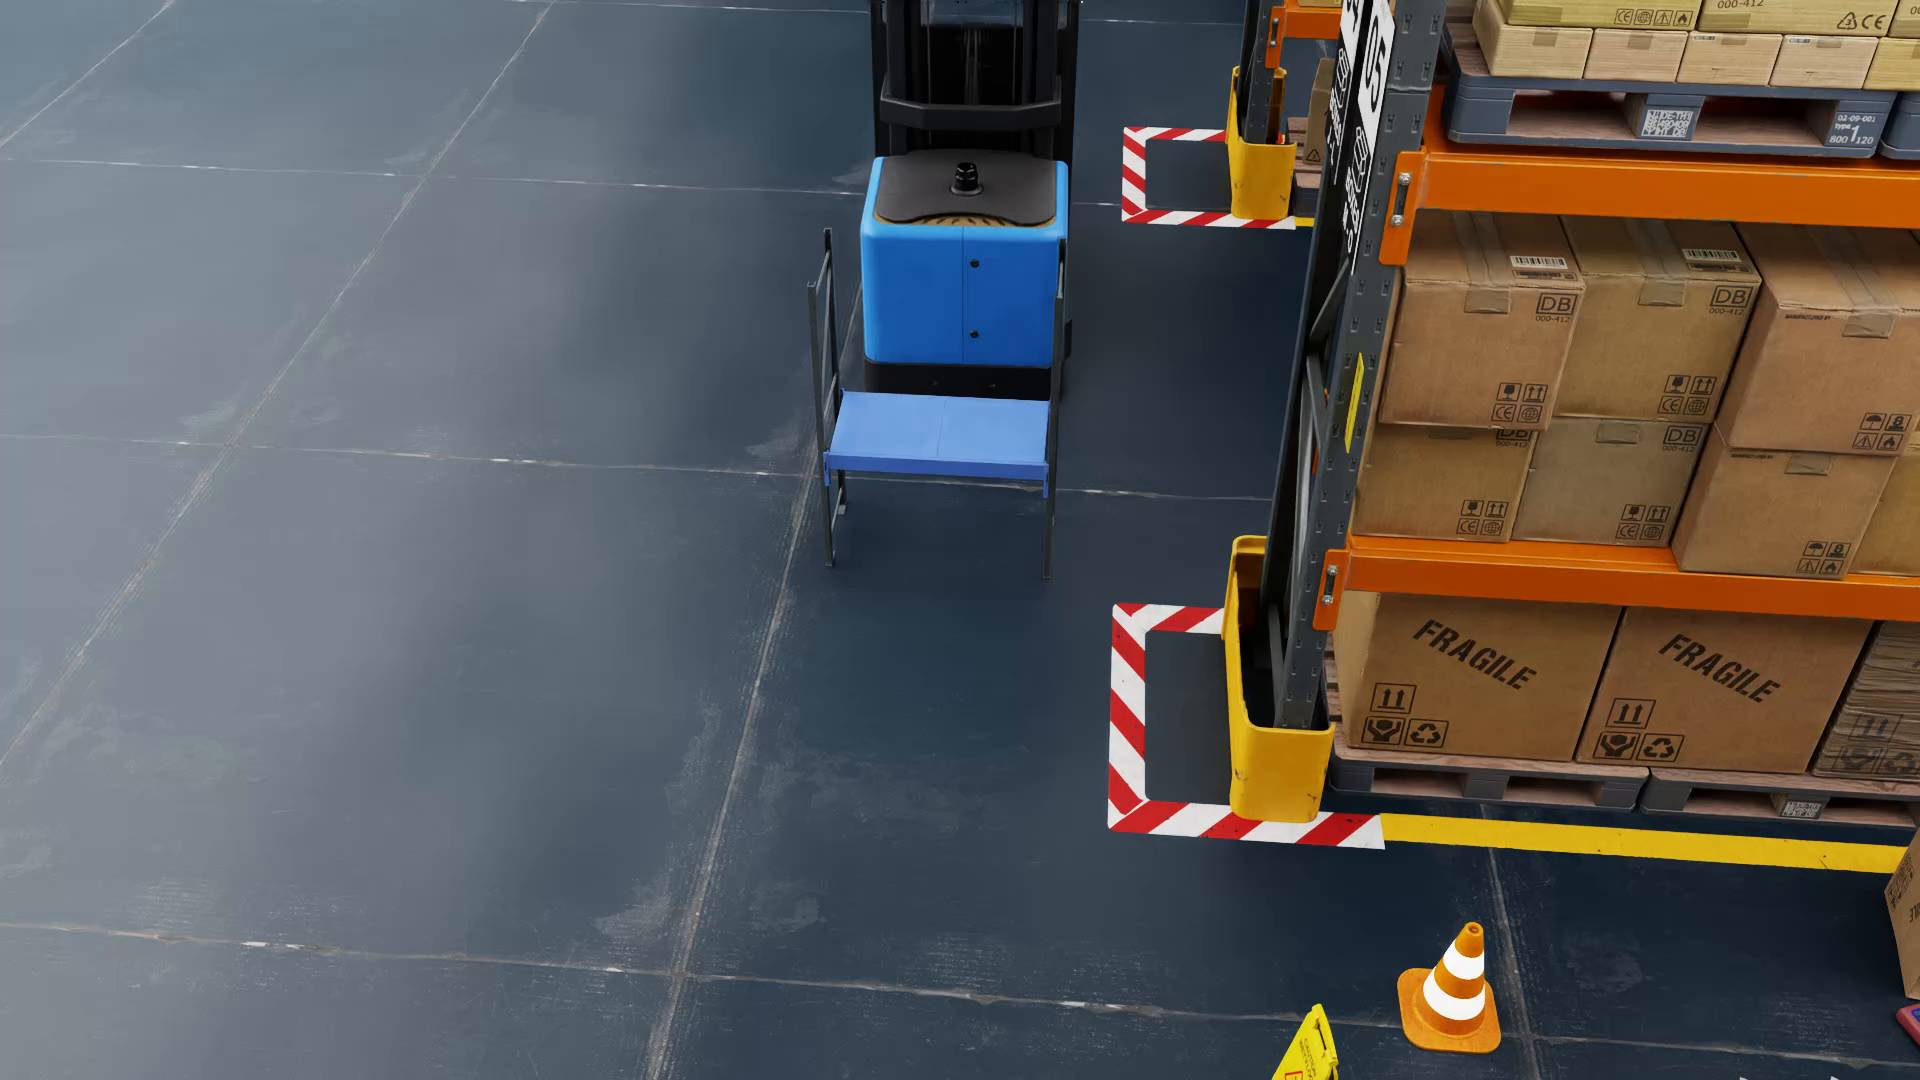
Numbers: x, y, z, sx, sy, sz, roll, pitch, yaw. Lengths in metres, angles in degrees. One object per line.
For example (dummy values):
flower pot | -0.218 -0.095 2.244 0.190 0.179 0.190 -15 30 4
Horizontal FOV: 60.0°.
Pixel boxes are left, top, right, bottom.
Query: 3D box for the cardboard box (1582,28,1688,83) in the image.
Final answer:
cardboard box | 1.885 -1.454 4.741 0.250 0.149 0.380 3 39 4

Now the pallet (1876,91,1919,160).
pallet | 3.276 -1.450 5.020 1.213 0.211 1.003 3 39 4

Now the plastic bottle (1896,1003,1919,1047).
plastic bottle | 3.386 1.735 5.741 0.133 0.061 0.283 -10 40 -12

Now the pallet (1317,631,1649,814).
pallet | 2.121 0.656 6.947 1.213 0.211 1.003 3 39 4

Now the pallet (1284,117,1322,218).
pallet | 2.728 -2.382 10.679 1.213 0.211 1.003 3 39 4

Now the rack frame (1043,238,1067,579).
rack frame | 0.421 -0.559 7.419 0.032 1.500 0.500 3 39 4

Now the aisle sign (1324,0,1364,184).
aisle sign | 1.273 -1.621 5.476 0.004 0.787 0.394 3 39 4

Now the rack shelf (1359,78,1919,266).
rack shelf | 3.310 -1.195 5.207 4.000 0.370 1.077 3 39 4

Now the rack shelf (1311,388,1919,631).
rack shelf | 3.310 -0.032 6.153 4.000 0.370 1.077 3 39 4

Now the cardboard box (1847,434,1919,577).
cardboard box | 3.319 -0.358 5.865 0.500 0.550 0.875 3 39 4

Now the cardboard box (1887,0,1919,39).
cardboard box | 2.785 -1.600 4.606 0.500 0.250 0.500 3 39 3

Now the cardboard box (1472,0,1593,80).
cardboard box | 1.631 -1.467 4.758 0.250 0.149 0.380 3 39 4

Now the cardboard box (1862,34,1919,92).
cardboard box | 2.637 -1.412 4.690 0.250 0.149 0.380 3 39 4

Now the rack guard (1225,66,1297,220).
rack guard | 1.922 -2.560 10.670 0.348 0.500 1.175 3 39 4

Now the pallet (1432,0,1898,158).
pallet | 2.057 -1.515 5.100 1.213 0.211 1.003 3 39 4

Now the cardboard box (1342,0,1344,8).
cardboard box | 2.357 -3.245 9.730 0.250 0.149 0.380 3 39 4

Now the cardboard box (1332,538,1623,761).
cardboard box | 1.999 0.237 6.604 0.875 0.875 0.875 3 39 4

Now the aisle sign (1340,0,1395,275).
aisle sign | 1.221 -1.243 5.012 0.004 0.787 0.394 3 39 4

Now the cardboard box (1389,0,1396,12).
cardboard box | 2.605 -3.222 9.702 0.250 0.149 0.380 3 39 4

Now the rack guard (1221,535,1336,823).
rack guard | 1.293 0.548 6.851 0.348 0.500 1.175 3 39 4

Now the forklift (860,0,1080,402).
forklift | 0.089 -2.743 8.969 1.130 2.935 3.031 2 39 2

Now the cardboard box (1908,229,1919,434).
cardboard box | 3.325 -0.817 5.574 0.500 0.550 0.875 3 39 4

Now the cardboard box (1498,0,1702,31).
cardboard box | 1.776 -1.654 4.672 0.500 0.250 0.500 3 39 4

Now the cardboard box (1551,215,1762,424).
cardboard box | 2.240 -0.880 5.652 0.550 0.550 0.875 3 39 4

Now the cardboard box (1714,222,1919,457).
cardboard box | 2.786 -0.764 5.509 0.550 0.550 0.875 3 39 4

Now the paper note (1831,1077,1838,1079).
paper note | 3.012 1.859 5.629 0.123 0.001 0.032 24 45 26

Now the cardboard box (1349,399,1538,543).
cardboard box | 1.691 -0.486 6.023 0.550 0.550 0.875 3 39 4

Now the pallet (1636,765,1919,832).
pallet | 3.333 0.724 6.864 1.213 0.211 1.003 3 39 4

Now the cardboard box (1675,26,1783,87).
cardboard box | 2.135 -1.440 4.724 0.250 0.149 0.380 3 39 4

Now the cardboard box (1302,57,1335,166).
cardboard box | 2.467 -2.683 10.488 0.500 0.500 0.500 10 40 12

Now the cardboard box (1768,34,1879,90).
cardboard box | 2.387 -1.426 4.708 0.250 0.149 0.380 3 39 4

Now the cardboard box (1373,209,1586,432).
cardboard box | 1.684 -0.852 5.617 0.550 0.550 0.875 3 39 4

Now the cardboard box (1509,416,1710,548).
cardboard box | 2.241 -0.470 6.003 0.550 0.550 0.875 3 39 4

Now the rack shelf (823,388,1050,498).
rack shelf | -0.085 -0.447 7.566 1.000 0.185 0.538 3 39 4

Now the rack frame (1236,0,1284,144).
rack frame | 1.846 -3.534 9.886 0.127 3.000 1.000 3 39 4

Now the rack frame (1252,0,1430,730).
rack frame | 1.317 -0.420 6.060 0.127 3.000 1.000 3 39 4

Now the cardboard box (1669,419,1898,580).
cardboard box | 2.788 -0.361 5.869 0.550 0.550 0.875 3 39 4

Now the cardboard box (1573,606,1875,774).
cardboard box | 2.875 0.283 6.547 0.875 0.875 0.875 3 39 3

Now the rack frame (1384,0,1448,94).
rack frame | 1.317 -2.747 4.166 0.127 3.000 1.000 3 39 4

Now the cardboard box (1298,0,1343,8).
cardboard box | 2.109 -3.271 9.762 0.250 0.149 0.380 3 39 4

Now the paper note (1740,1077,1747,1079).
paper note | 2.692 1.883 5.584 0.142 0.017 0.144 16 42 19

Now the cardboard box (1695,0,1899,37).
cardboard box | 2.282 -1.627 4.639 0.500 0.250 0.500 3 39 3

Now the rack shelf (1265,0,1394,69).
rack shelf | 3.839 -3.146 9.979 4.000 0.370 1.077 3 39 4

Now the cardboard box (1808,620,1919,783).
cardboard box | 3.784 0.334 6.484 0.875 0.875 0.875 3 39 4

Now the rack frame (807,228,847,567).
rack frame | -0.591 -0.614 7.487 0.032 1.500 0.500 3 39 4

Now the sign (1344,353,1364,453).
sign | 1.264 -0.438 5.333 0.005 0.325 0.100 3 39 4

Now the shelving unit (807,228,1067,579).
shelving unit | -0.085 -0.586 7.453 1.048 1.500 0.538 3 39 4

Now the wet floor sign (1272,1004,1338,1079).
wet floor sign | 1.118 1.737 5.275 0.232 0.644 0.267 -3 39 -4

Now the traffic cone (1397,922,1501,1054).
traffic cone | 1.724 1.486 5.728 0.334 0.463 0.336 3 39 4

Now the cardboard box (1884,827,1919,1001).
cardboard box | 3.667 1.327 5.892 0.500 0.500 0.500 10 40 12
